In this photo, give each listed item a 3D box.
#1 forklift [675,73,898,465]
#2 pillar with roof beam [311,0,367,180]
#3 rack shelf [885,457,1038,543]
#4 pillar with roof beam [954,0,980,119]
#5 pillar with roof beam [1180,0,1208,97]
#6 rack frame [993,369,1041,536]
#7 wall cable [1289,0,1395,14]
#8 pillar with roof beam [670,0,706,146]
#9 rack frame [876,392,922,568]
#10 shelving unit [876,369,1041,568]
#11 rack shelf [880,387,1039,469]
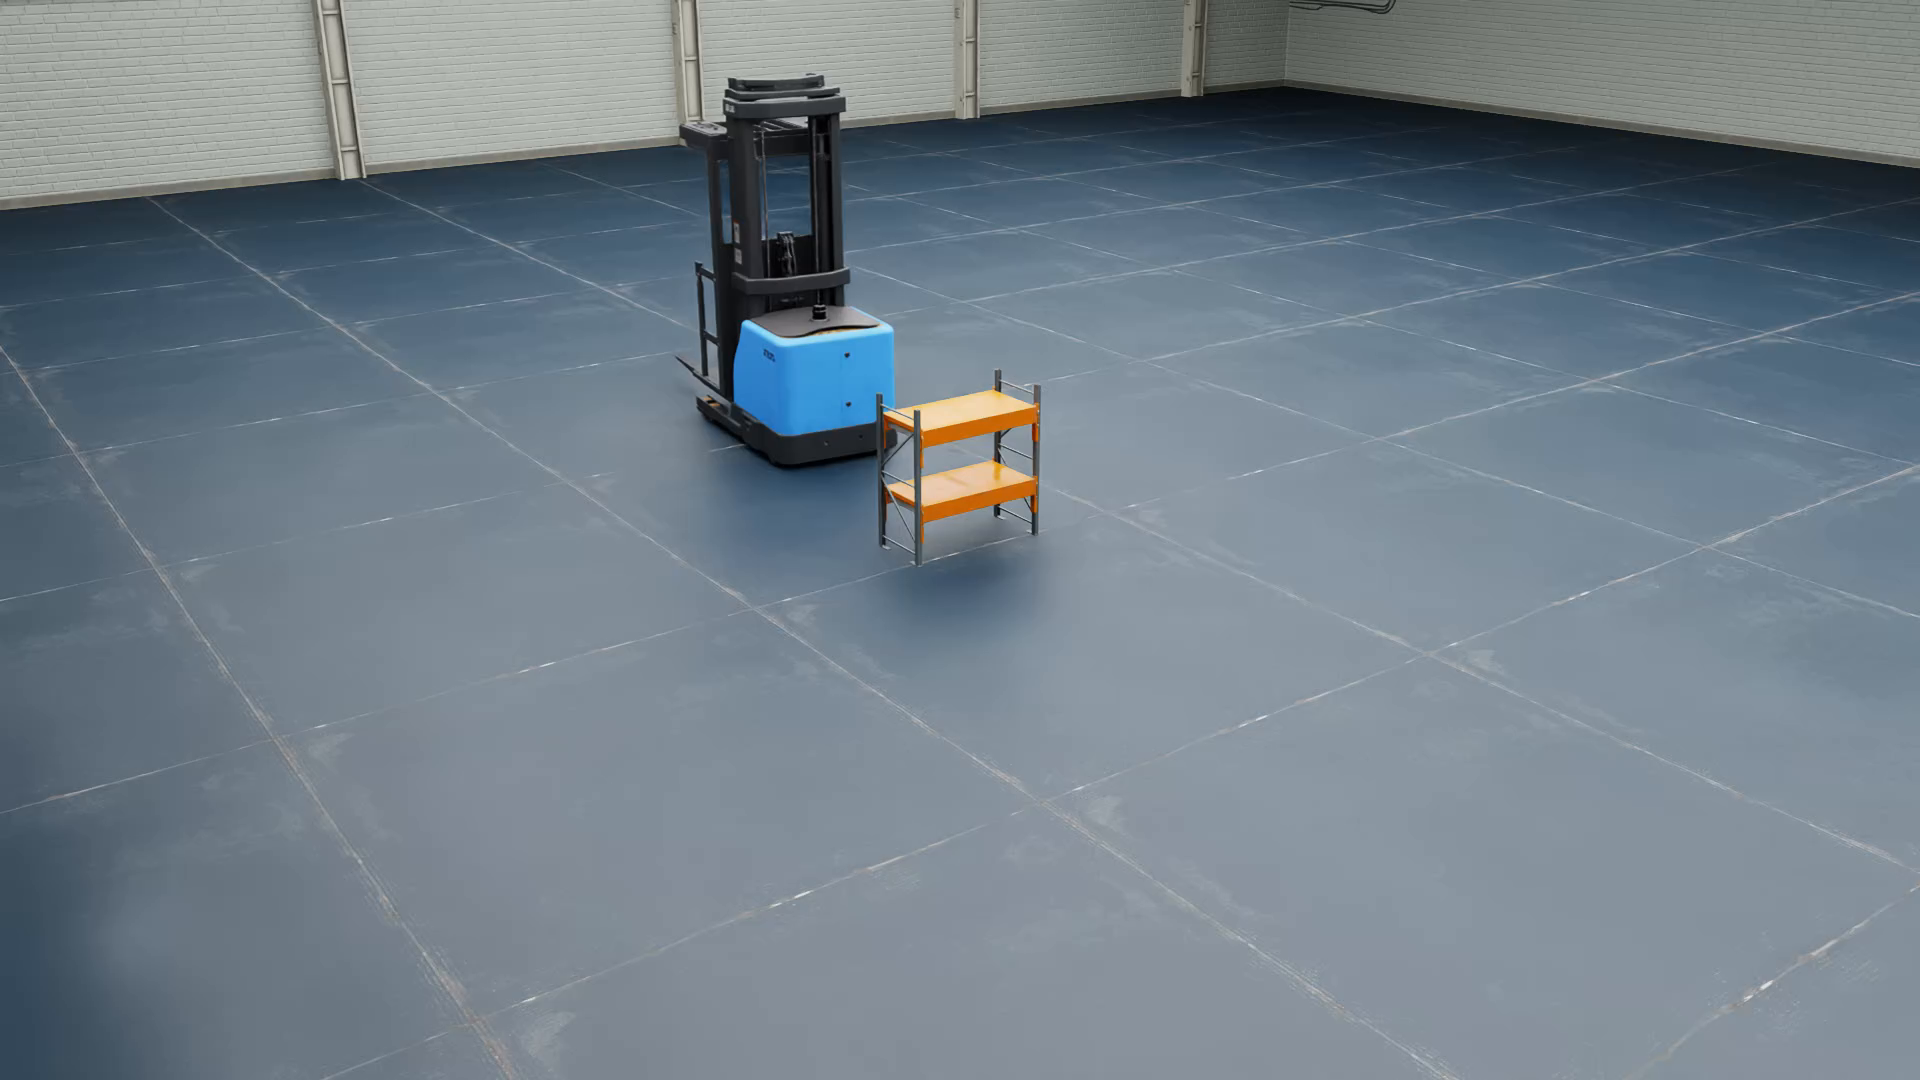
[{"bbox_3d":[-1.661,-2.463,14.114,1.130,2.935,3.031,-11,24,-26],"label":"forklift"},{"bbox_3d":[-7.087,-8.598,21.302,0.400,9.000,9.100,-15,26,-33],"label":"pillar with roof beam"},{"bbox_3d":[-0.005,-0.294,11.775,1.000,0.278,0.538,-15,26,-33],"label":"rack shelf"},{"bbox_3d":[2.654,-11.196,27.811,0.400,9.000,9.100,-15,26,-33],"label":"pillar with roof beam"},{"bbox_3d":[7.525,-12.494,31.066,0.400,9.000,9.100,-15,26,-33],"label":"pillar with roof beam"},{"bbox_3d":[0.407,-0.631,11.960,0.032,1.125,0.500,-15,26,-33],"label":"rack frame"},{"bbox_3d":[8.174,-12.587,35.488,0.112,2.526,3.097,-15,26,-33],"label":"wall cable"},{"bbox_3d":[-2.216,-9.897,24.557,0.400,9.000,9.100,-15,26,-33],"label":"pillar with roof beam"},{"bbox_3d":[-0.418,-0.411,11.408,0.032,1.125,0.500,-15,26,-33],"label":"rack frame"},{"bbox_3d":[-0.005,-0.521,11.684,1.048,1.125,0.538,-15,26,-33],"label":"shelving unit"},{"bbox_3d":[-0.005,-0.793,11.576,1.000,0.278,0.538,-15,26,-33],"label":"rack shelf"}]
